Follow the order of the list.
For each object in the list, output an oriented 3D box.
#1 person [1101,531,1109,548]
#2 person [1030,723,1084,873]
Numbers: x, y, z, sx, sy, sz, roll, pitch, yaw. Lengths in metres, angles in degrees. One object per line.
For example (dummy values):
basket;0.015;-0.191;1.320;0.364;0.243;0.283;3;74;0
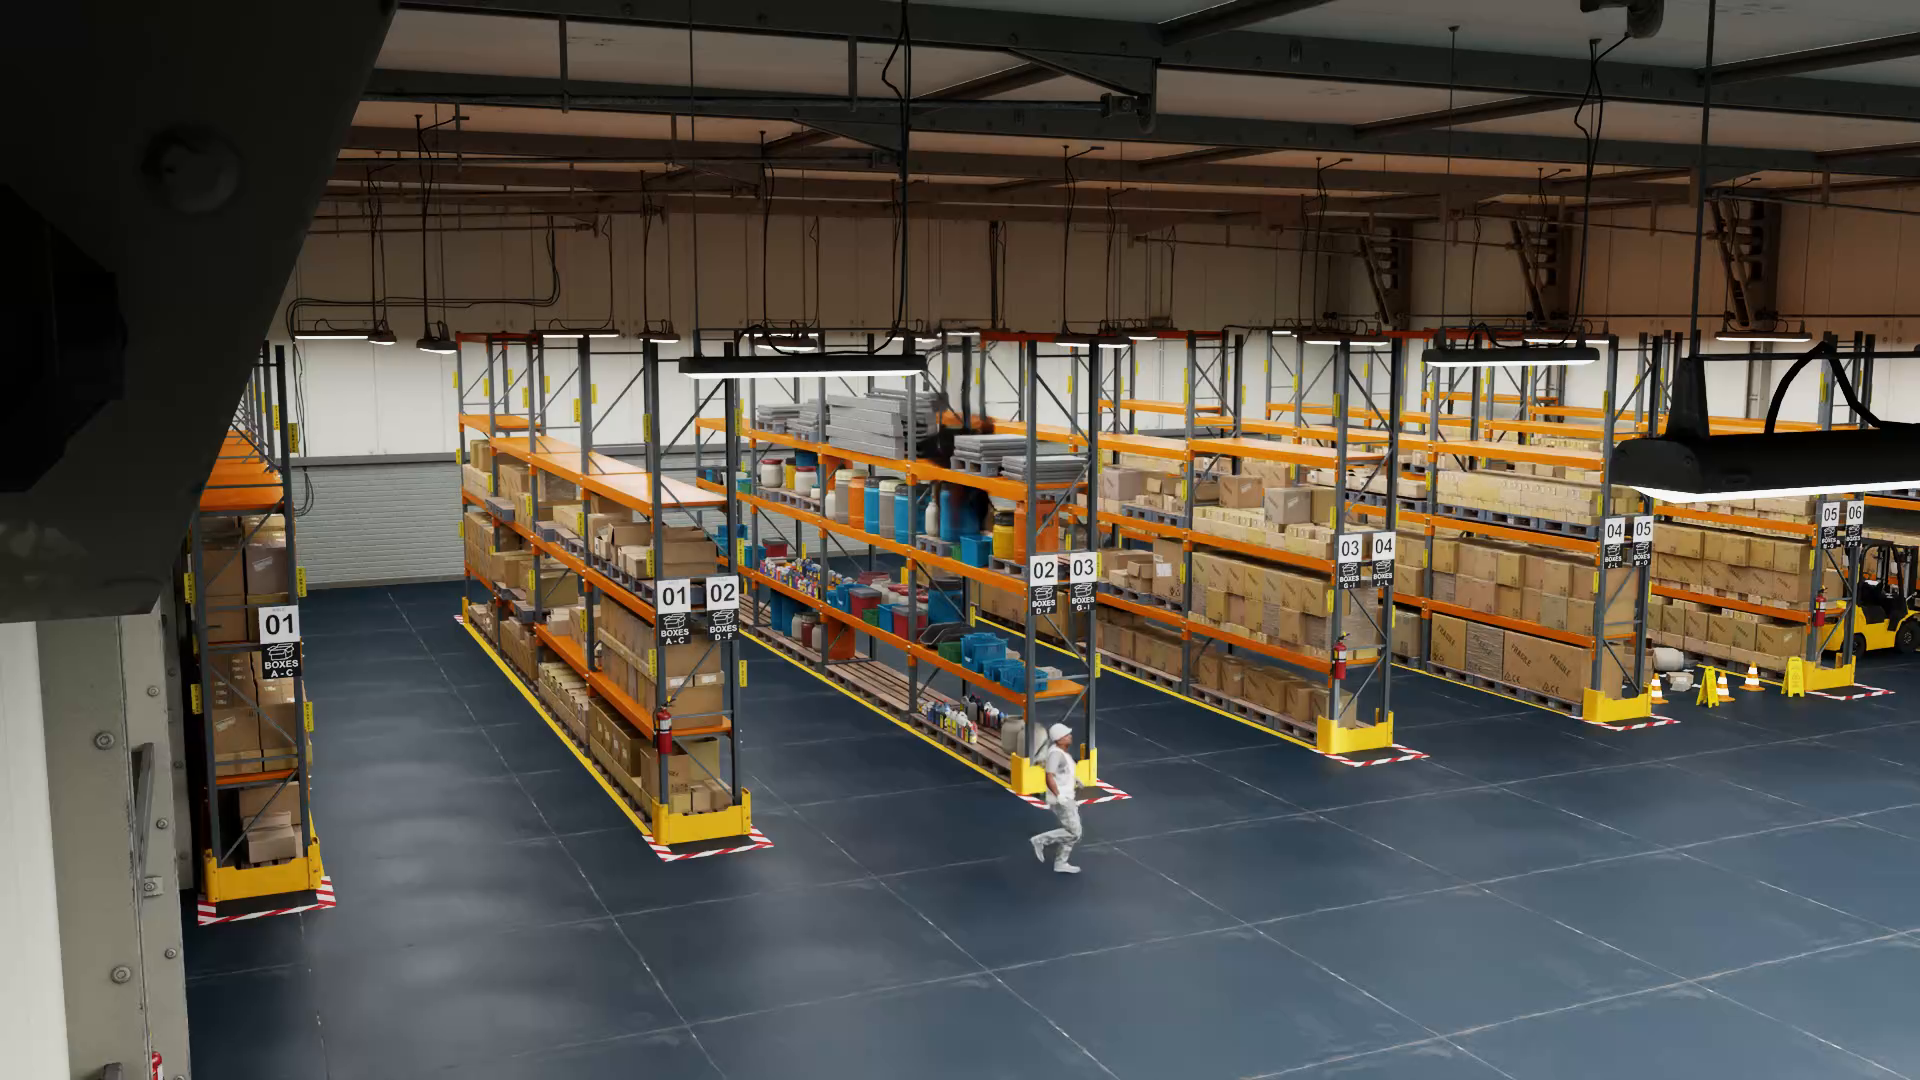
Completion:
person;3.575;-0.188;41.817;0.941;1.769;0.661;-7;10;-41
person;1.109;2.942;18.924;0.596;1.739;0.723;1;8;7
